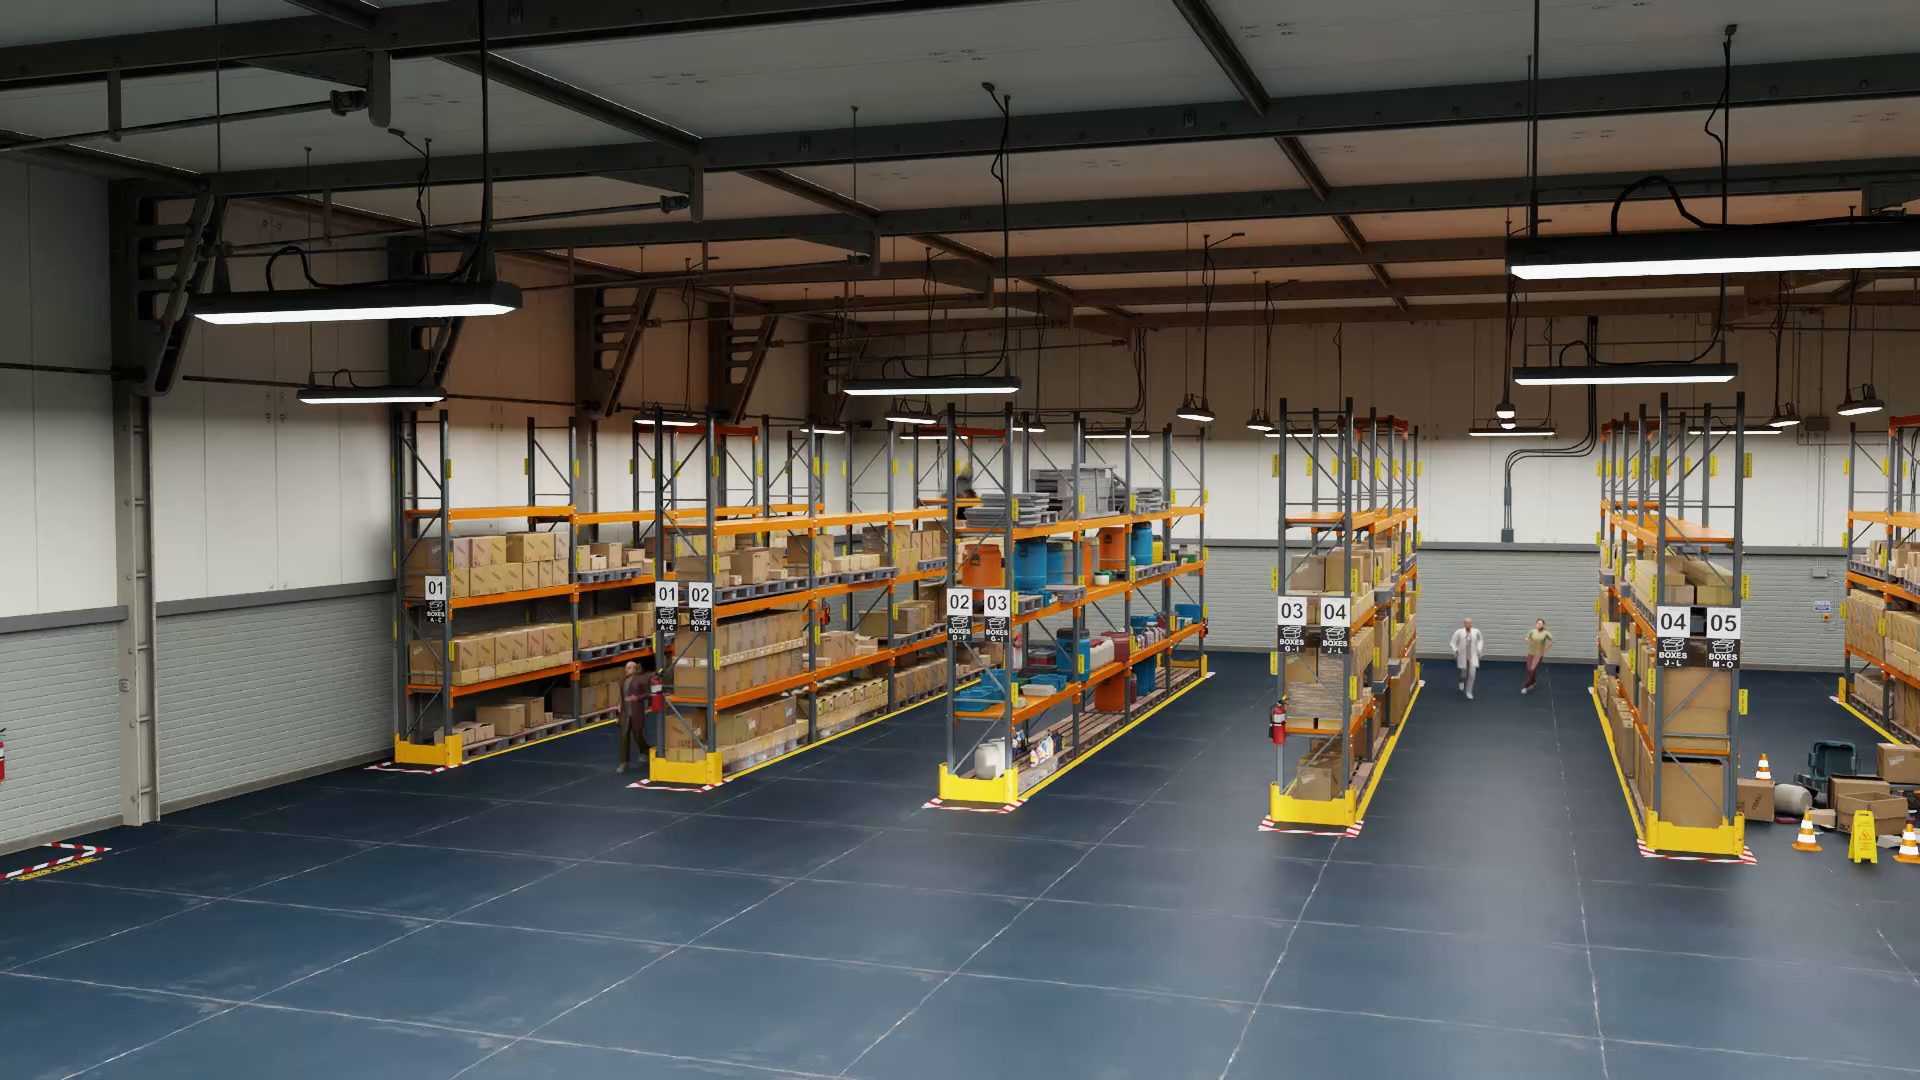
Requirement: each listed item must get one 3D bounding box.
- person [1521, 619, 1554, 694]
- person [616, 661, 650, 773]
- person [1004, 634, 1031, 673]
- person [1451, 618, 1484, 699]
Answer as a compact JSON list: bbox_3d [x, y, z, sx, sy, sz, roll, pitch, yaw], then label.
[{"bbox_3d":[12.907,2.586,37.151,0.592,1.681,0.793,2,3,41],"label":"person"},{"bbox_3d":[-5.424,2.903,27.733,0.686,1.770,0.988,1,3,18],"label":"person"},{"bbox_3d":[1.130,2.718,32.701,0.634,1.739,0.570,1,3,14],"label":"person"},{"bbox_3d":[11.147,2.576,36.556,0.706,1.754,0.832,0,2,7],"label":"person"}]
